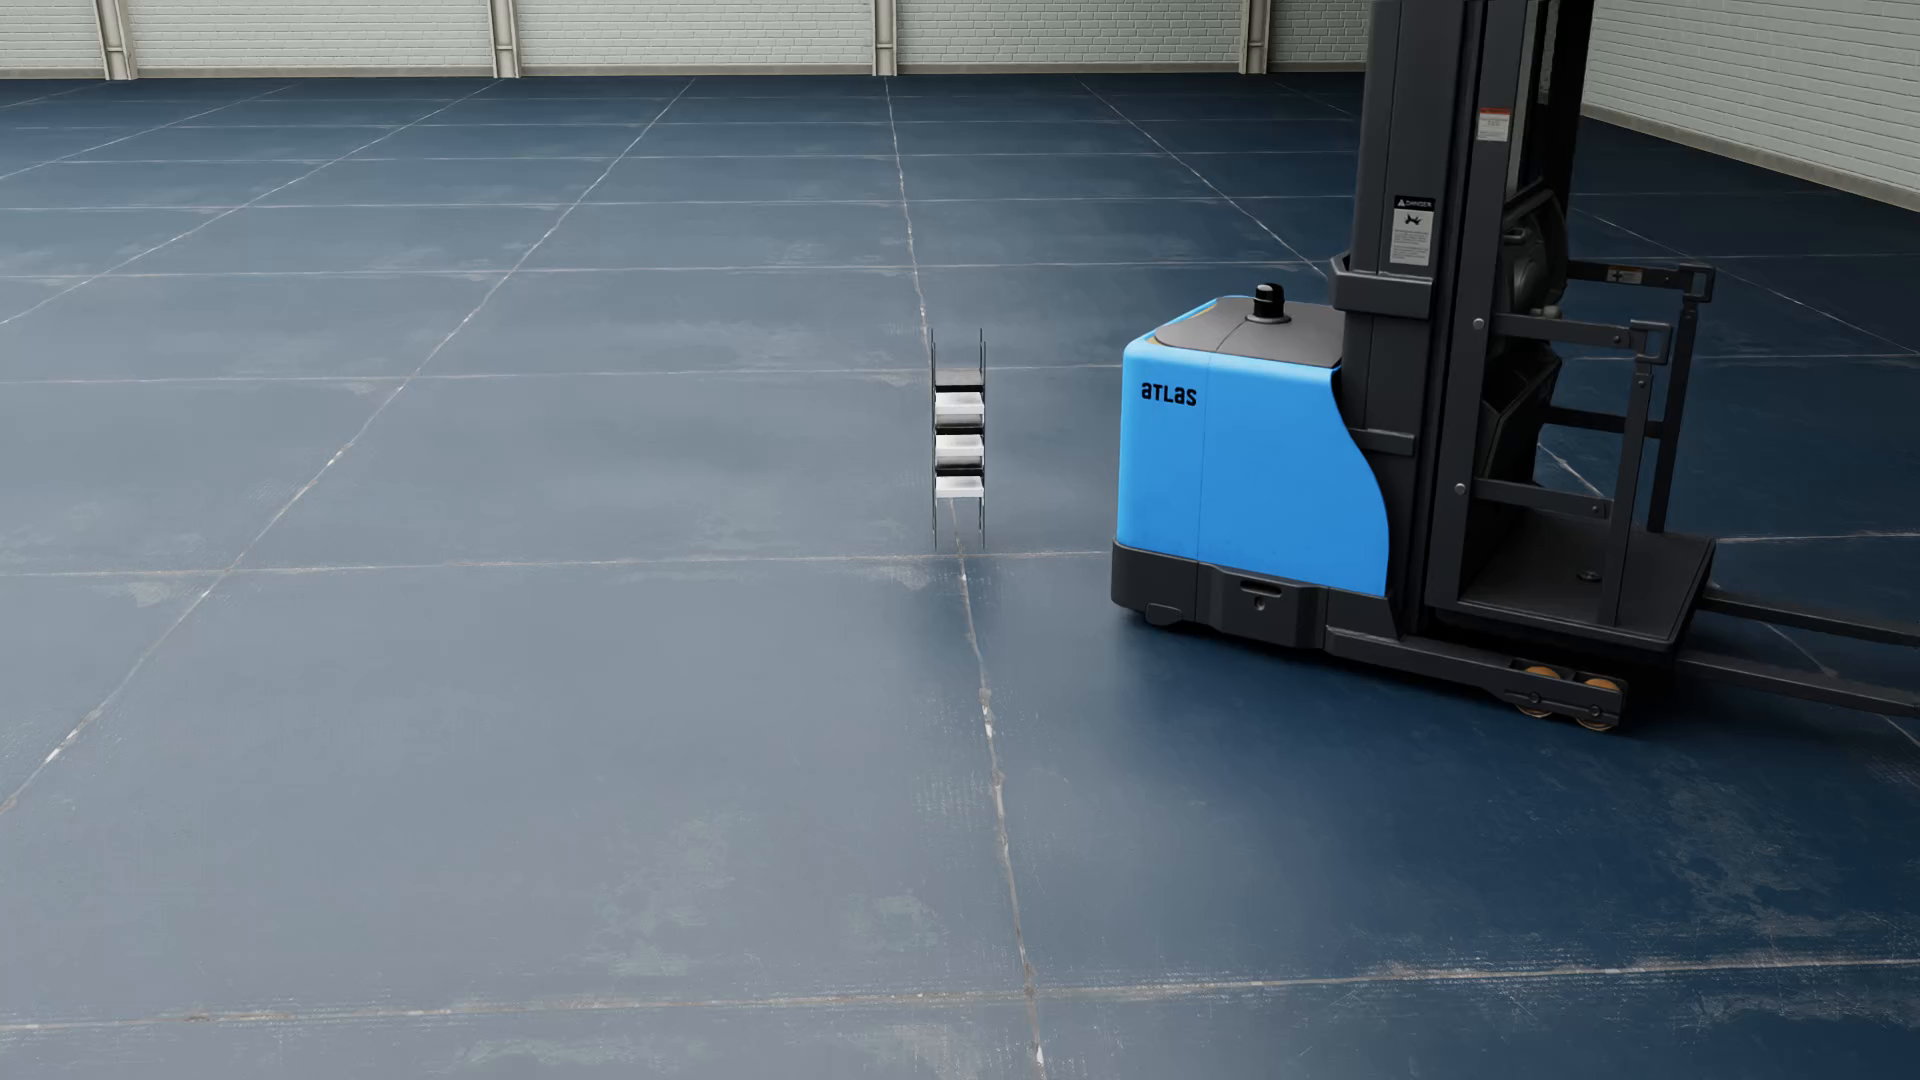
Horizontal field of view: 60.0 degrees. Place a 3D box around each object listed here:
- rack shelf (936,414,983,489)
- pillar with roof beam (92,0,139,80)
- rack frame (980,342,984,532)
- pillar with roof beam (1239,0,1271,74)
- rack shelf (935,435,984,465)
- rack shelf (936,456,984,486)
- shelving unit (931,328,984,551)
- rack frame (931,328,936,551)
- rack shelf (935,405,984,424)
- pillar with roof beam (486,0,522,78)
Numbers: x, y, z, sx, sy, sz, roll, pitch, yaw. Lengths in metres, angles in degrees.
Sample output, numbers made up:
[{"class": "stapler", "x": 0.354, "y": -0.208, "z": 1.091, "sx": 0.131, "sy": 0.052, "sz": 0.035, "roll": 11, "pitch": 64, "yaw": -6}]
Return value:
[{"class": "rack shelf", "x": -0.008, "y": -0.373, "z": 6.978, "sx": 0.190, "sy": 0.281, "sz": 0.221, "roll": -1, "pitch": 21, "yaw": -3}, {"class": "pillar with roof beam", "x": -12.949, "y": -9.942, "z": 20.587, "sx": 0.400, "sy": 9.000, "sz": 9.100, "roll": -1, "pitch": 21, "yaw": -3}, {"class": "rack frame", "x": 0.093, "y": -0.423, "z": 6.967, "sx": 0.003, "sy": 0.785, "sz": 0.228, "roll": -1, "pitch": 21, "yaw": -3}, {"class": "pillar with roof beam", "x": 5.021, "y": -10.307, "z": 21.547, "sx": 0.400, "sy": 9.000, "sz": 9.100, "roll": -1, "pitch": 21, "yaw": -3}, {"class": "rack shelf", "x": -0.008, "y": -0.389, "z": 6.972, "sx": 0.200, "sy": 0.077, "sz": 0.258, "roll": -1, "pitch": 21, "yaw": -3}, {"class": "rack shelf", "x": -0.008, "y": -0.305, "z": 7.004, "sx": 0.200, "sy": 0.077, "sz": 0.258, "roll": -1, "pitch": 21, "yaw": -3}, {"class": "shelving unit", "x": -0.009, "y": -0.420, "z": 6.960, "sx": 0.208, "sy": 0.900, "sz": 0.258, "roll": -1, "pitch": 21, "yaw": -3}, {"class": "rack frame", "x": -0.110, "y": -0.418, "z": 6.955, "sx": 0.006, "sy": 0.900, "sz": 0.240, "roll": -1, "pitch": 21, "yaw": -3}, {"class": "rack shelf", "x": -0.008, "y": -0.557, "z": 6.908, "sx": 0.200, "sy": 0.077, "sz": 0.258, "roll": -1, "pitch": 21, "yaw": -3}, {"class": "pillar with roof beam", "x": -6.959, "y": -10.064, "z": 20.907, "sx": 0.400, "sy": 9.000, "sz": 9.100, "roll": -1, "pitch": 21, "yaw": -3}]
